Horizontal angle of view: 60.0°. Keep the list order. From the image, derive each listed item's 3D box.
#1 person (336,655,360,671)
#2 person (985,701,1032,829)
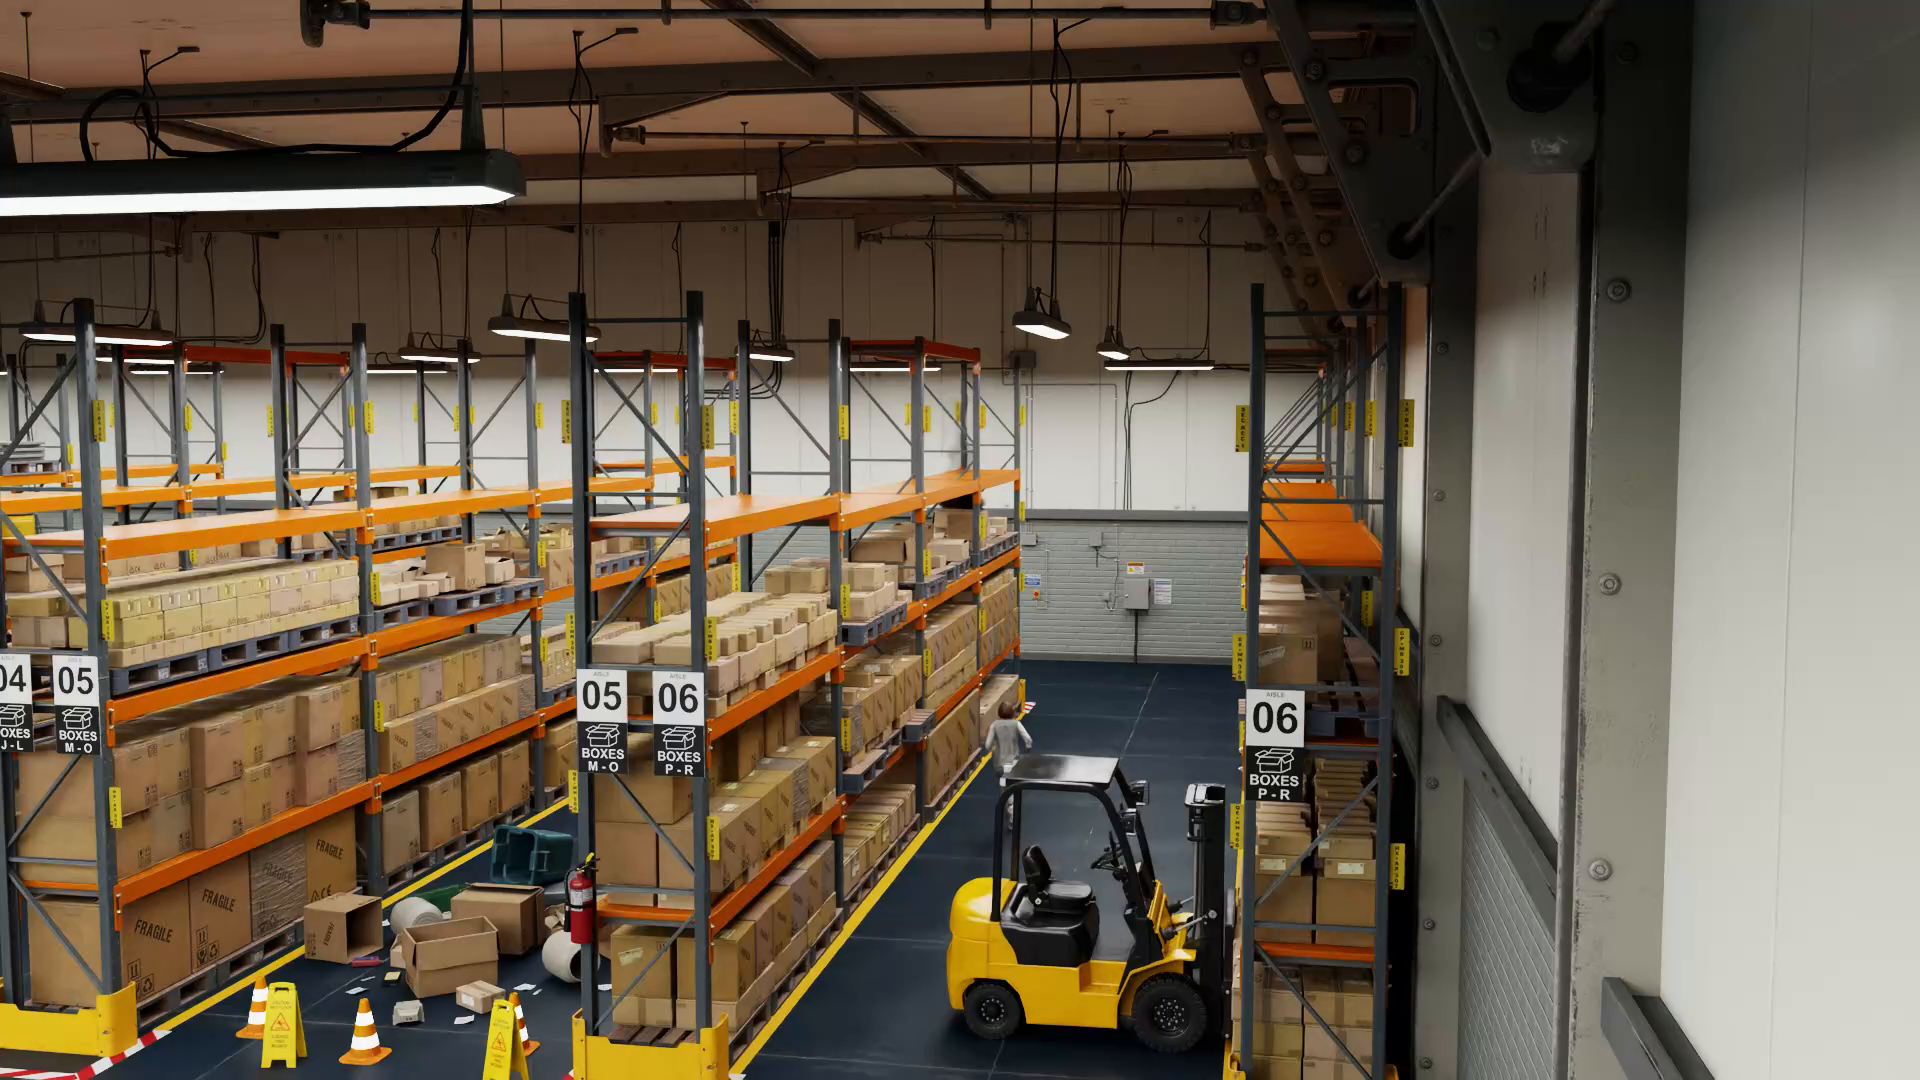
[{"bbox_3d":[-8.591,2.415,23.596,0.631,1.778,0.820,0,5,1],"label":"person"},{"bbox_3d":[0.599,2.758,20.411,0.573,1.553,0.476,0,5,2],"label":"person"}]
